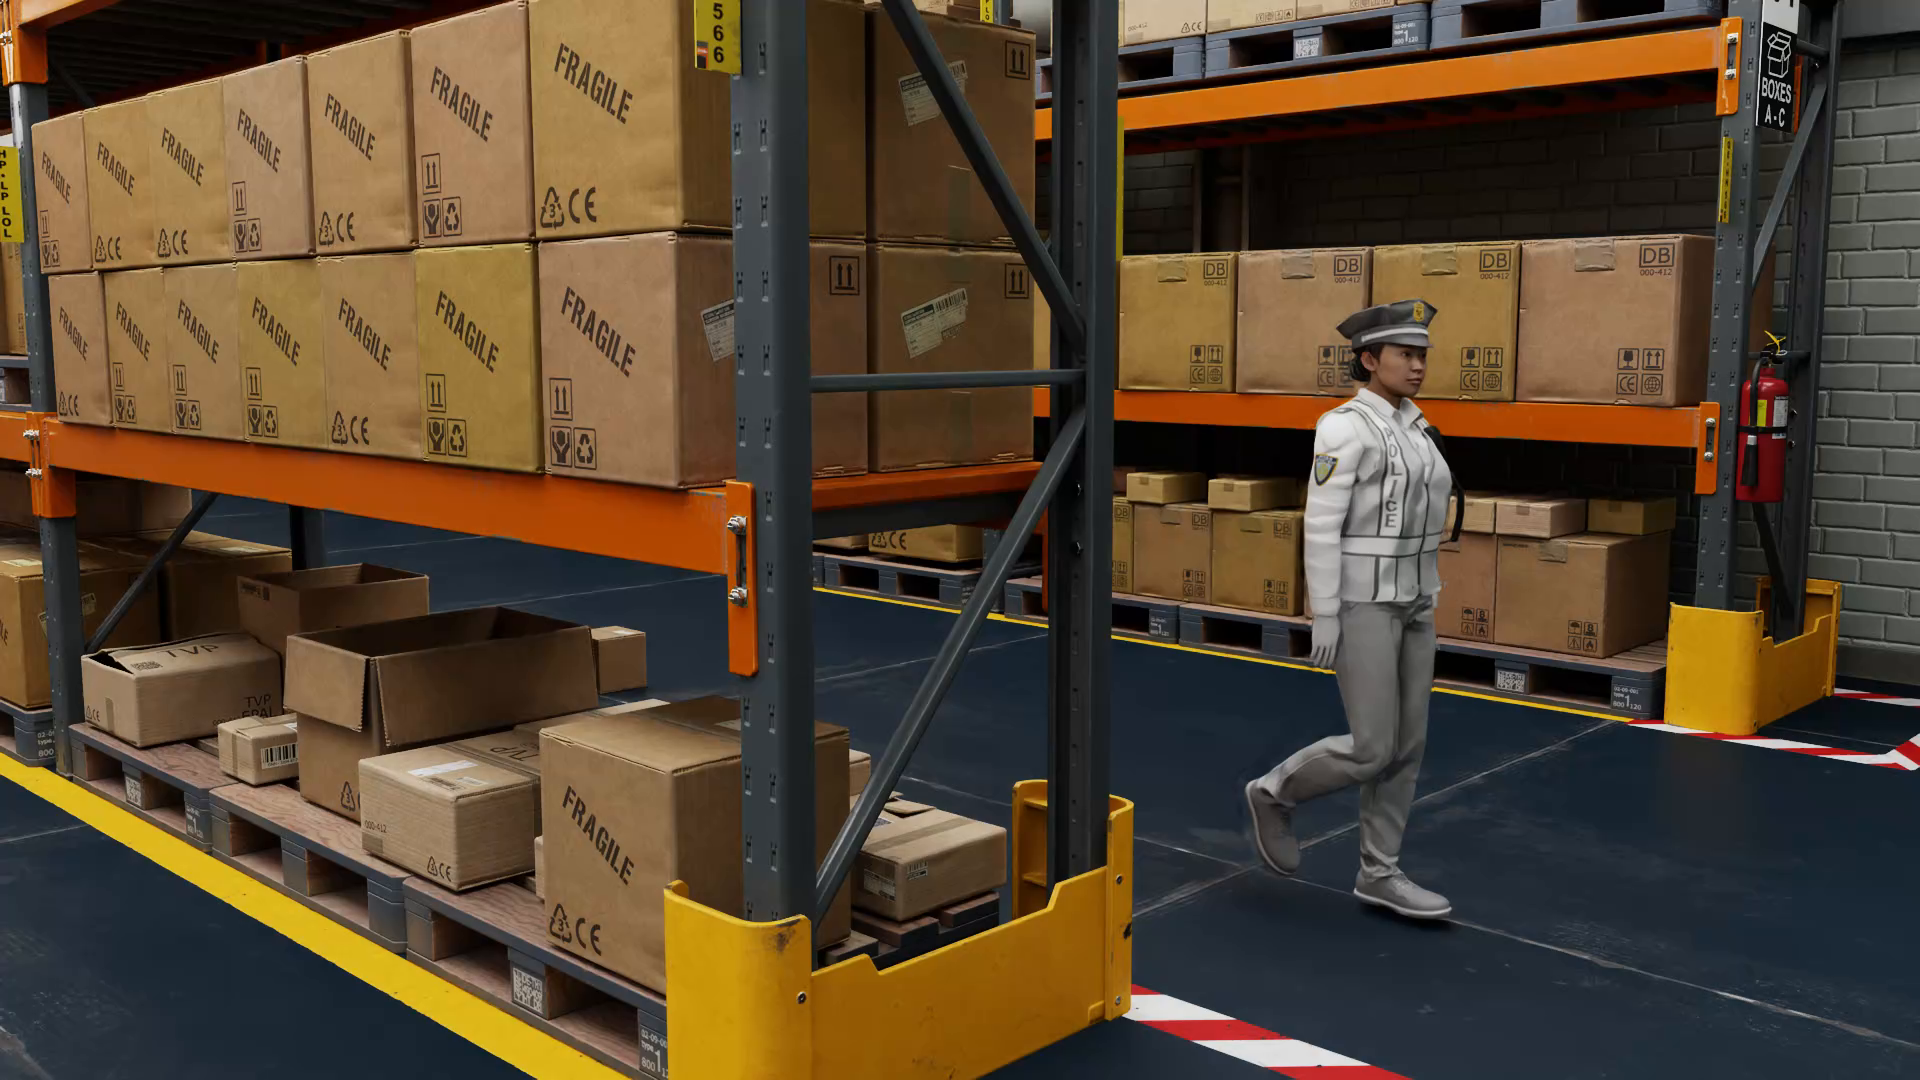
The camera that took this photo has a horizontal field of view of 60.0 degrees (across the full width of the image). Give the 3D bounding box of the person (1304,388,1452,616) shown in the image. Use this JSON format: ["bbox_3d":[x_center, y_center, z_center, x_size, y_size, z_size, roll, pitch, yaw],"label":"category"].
[{"bbox_3d":[1.138,-0.098,4.511,0.502,0.627,0.319,-7,10,-43],"label":"person"}]
